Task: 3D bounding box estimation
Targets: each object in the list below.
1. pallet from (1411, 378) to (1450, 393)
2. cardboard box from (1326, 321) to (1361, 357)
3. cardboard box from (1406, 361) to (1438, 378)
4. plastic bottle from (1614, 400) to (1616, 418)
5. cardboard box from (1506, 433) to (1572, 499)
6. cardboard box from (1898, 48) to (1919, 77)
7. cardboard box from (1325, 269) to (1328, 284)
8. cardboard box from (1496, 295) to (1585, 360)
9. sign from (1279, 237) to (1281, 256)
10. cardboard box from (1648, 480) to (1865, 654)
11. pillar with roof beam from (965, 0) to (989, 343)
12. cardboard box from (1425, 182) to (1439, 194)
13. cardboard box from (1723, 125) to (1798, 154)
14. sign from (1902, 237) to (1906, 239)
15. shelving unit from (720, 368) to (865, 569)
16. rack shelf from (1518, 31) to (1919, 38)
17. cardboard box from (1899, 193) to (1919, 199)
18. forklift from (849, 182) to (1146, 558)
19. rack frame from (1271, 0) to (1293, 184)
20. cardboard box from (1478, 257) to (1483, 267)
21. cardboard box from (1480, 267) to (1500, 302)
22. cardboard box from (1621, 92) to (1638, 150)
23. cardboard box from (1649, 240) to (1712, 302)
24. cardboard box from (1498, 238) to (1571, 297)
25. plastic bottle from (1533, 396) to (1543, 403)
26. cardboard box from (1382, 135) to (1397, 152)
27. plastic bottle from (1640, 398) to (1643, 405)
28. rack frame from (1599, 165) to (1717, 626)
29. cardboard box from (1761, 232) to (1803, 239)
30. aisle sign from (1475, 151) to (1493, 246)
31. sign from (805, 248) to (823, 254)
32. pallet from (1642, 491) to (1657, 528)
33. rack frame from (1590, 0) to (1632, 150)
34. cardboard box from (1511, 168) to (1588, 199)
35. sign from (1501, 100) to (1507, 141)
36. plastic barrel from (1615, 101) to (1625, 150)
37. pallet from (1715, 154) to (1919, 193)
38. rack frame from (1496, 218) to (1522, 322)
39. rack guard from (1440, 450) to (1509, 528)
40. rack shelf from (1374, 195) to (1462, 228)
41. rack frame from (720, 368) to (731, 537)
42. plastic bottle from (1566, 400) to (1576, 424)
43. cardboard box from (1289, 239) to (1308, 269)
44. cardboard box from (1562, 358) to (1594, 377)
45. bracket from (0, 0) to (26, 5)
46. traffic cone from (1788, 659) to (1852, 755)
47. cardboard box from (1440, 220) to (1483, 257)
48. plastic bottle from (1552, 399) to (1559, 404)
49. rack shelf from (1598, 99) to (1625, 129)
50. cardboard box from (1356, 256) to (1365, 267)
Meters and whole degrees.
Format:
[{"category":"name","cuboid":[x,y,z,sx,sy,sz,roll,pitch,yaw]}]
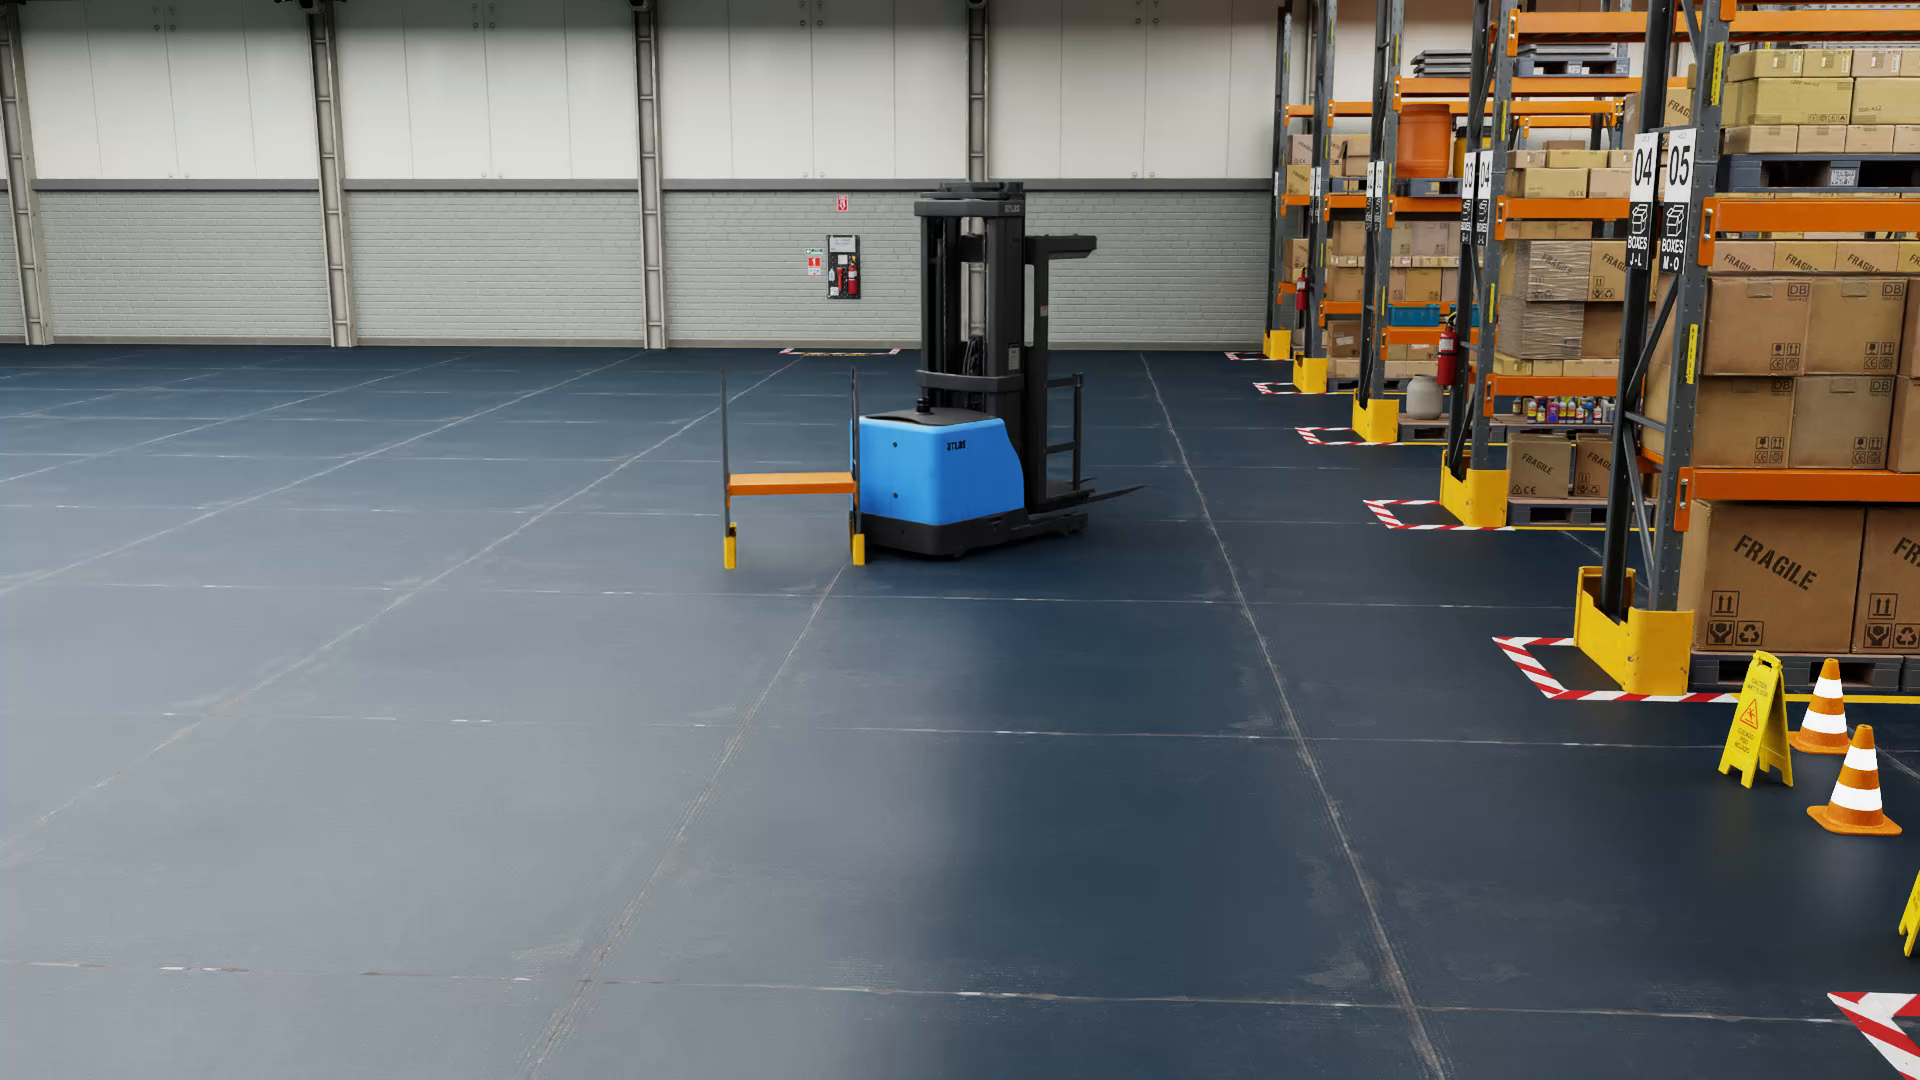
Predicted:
[{"category":"pallet","cuboid":[7.193,-2.338,24.598,1.213,0.211,1.003,1,12,4]},{"category":"cardboard box","cuboid":[5.768,-3.002,24.822,0.500,0.500,0.500,1,12,4]},{"category":"cardboard box","cuboid":[6.732,-2.516,24.328,0.500,0.250,0.500,1,12,4]},{"category":"plastic bottle","cuboid":[7.694,-1.531,19.326,0.185,0.351,0.144,1,12,3]},{"category":"cardboard box","cuboid":[5.170,-0.668,14.886,0.500,0.500,0.500,3,12,14]},{"category":"cardboard box","cuboid":[5.185,-2.596,9.092,0.250,0.149,0.380,1,12,4]},{"category":"cardboard box","cuboid":[6.526,-4.595,28.894,0.500,0.250,0.500,0,12,2]},{"category":"cardboard box","cuboid":[5.095,-1.880,14.626,0.500,0.500,0.875,1,12,4]},{"category":"sign","cuboid":[5.505,-5.047,28.624,0.005,0.325,0.100,1,12,4]},{"category":"cardboard box","cuboid":[4.797,0.144,10.087,0.875,0.875,0.875,1,12,4]},{"category":"pillar with roof beam","cuboid":[0.023,-7.040,25.615,0.548,9.000,9.100,1,12,4]},{"category":"cardboard box","cuboid":[7.952,-6.172,28.498,0.500,0.500,0.500,0,12,2]},{"category":"cardboard box","cuboid":[4.436,-2.216,9.222,0.250,0.149,0.380,1,12,4]},{"category":"sign","cuboid":[13.162,-4.066,23.220,0.005,0.325,0.100,1,12,4]},{"category":"shelving unit","cuboid":[-1.314,-0.581,13.052,1.083,1.500,0.587,-1,12,-6]},{"category":"rack shelf","cuboid":[6.543,-4.323,14.044,3.687,0.071,0.831,1,12,4]},{"category":"cardboard box","cuboid":[8.067,-2.991,13.951,0.500,0.250,0.500,1,12,6]},{"category":"forklift","cuboid":[0.451,-1.537,14.129,1.130,2.935,3.031,10,16,41]},{"category":"rack frame","cuboid":[5.541,-7.670,28.628,0.127,3.000,1.000,1,12,4]},{"category":"cardboard box","cuboid":[7.387,-4.014,23.974,0.250,0.149,0.380,1,12,6]},{"category":"cardboard box","cuboid":[7.734,-3.734,24.220,0.500,0.500,0.700,1,12,5]},{"category":"cardboard box","cuboid":[6.111,-3.636,14.477,0.500,0.500,0.500,1,12,4]},{"category":"cardboard box","cuboid":[6.076,-2.304,14.214,0.500,0.500,0.500,1,12,4]},{"category":"cardboard box","cuboid":[5.113,-2.425,14.792,0.500,0.500,0.500,1,12,4]},{"category":"plastic bottle","cuboid":[6.990,-1.648,20.066,0.135,0.276,0.152,1,12,4]},{"category":"cardboard box","cuboid":[7.525,-6.773,28.929,0.500,0.500,0.500,1,12,4]},{"category":"plastic bottle","cuboid":[8.001,-1.521,19.459,0.135,0.276,0.152,1,12,4]},{"category":"rack frame","cuboid":[4.116,-0.686,9.892,0.127,3.000,1.000,1,12,4]},{"category":"cardboard box","cuboid":[13.987,-5.137,28.316,0.500,0.250,0.500,1,12,5]},{"category":"aisle sign","cuboid":[4.466,-2.910,14.175,0.004,0.787,0.394,1,12,4]},{"category":"sign","cuboid":[-2.694,-5.328,30.703,0.331,0.109,0.001,1,12,4]},{"category":"pallet","cuboid":[6.646,-0.297,14.840,1.213,0.211,1.003,1,12,4]},{"category":"rack frame","cuboid":[9.205,-6.604,23.528,0.127,3.000,1.000,1,12,4]},{"category":"cardboard box","cuboid":[5.011,-3.034,14.154,0.500,0.250,0.500,1,12,5]},{"category":"sign","cuboid":[4.512,-3.483,13.803,0.005,0.325,0.100,1,12,4]},{"category":"plastic barrel","cuboid":[7.884,-4.610,19.074,0.708,0.901,0.600,1,12,4]},{"category":"pallet","cuboid":[4.856,-2.103,9.556,1.213,0.211,1.003,1,12,4]},{"category":"rack frame","cuboid":[9.532,-4.679,28.981,0.127,3.000,1.000,1,12,4]},{"category":"rack guard","cuboid":[4.624,-0.474,14.981,0.348,0.500,1.175,1,12,4]},{"category":"rack shelf","cuboid":[6.874,-3.799,19.203,4.000,0.370,1.077,1,12,4]},{"category":"rack frame","cuboid":[-1.828,-0.569,12.993,0.032,1.500,0.500,-1,12,-6]},{"category":"plastic bottle","cuboid":[7.109,-1.495,19.349,0.097,0.271,0.097,0,12,0]},{"category":"cardboard box","cuboid":[5.997,-4.969,28.854,0.500,0.500,0.500,1,12,4]},{"category":"cardboard box","cuboid":[5.313,-1.509,14.438,0.250,0.149,0.380,1,12,4]},{"category":"bracket","cuboid":[-17.259,-9.850,30.255,0.430,0.232,0.235,1,12,4]},{"category":"traffic cone","cuboid":[4.551,0.853,8.731,0.334,0.463,0.336,1,12,4]},{"category":"cardboard box","cuboid":[7.259,-4.376,24.121,0.500,0.500,0.700,1,12,4]},{"category":"plastic bottle","cuboid":[7.139,-1.583,19.941,0.097,0.201,0.097,0,12,0]},{"category":"rack shelf","cuboid":[11.200,-6.028,23.512,4.000,0.370,1.077,1,12,4]},{"category":"cardboard box","cuboid":[5.854,-4.036,24.077,0.250,0.149,0.380,0,12,2]}]
